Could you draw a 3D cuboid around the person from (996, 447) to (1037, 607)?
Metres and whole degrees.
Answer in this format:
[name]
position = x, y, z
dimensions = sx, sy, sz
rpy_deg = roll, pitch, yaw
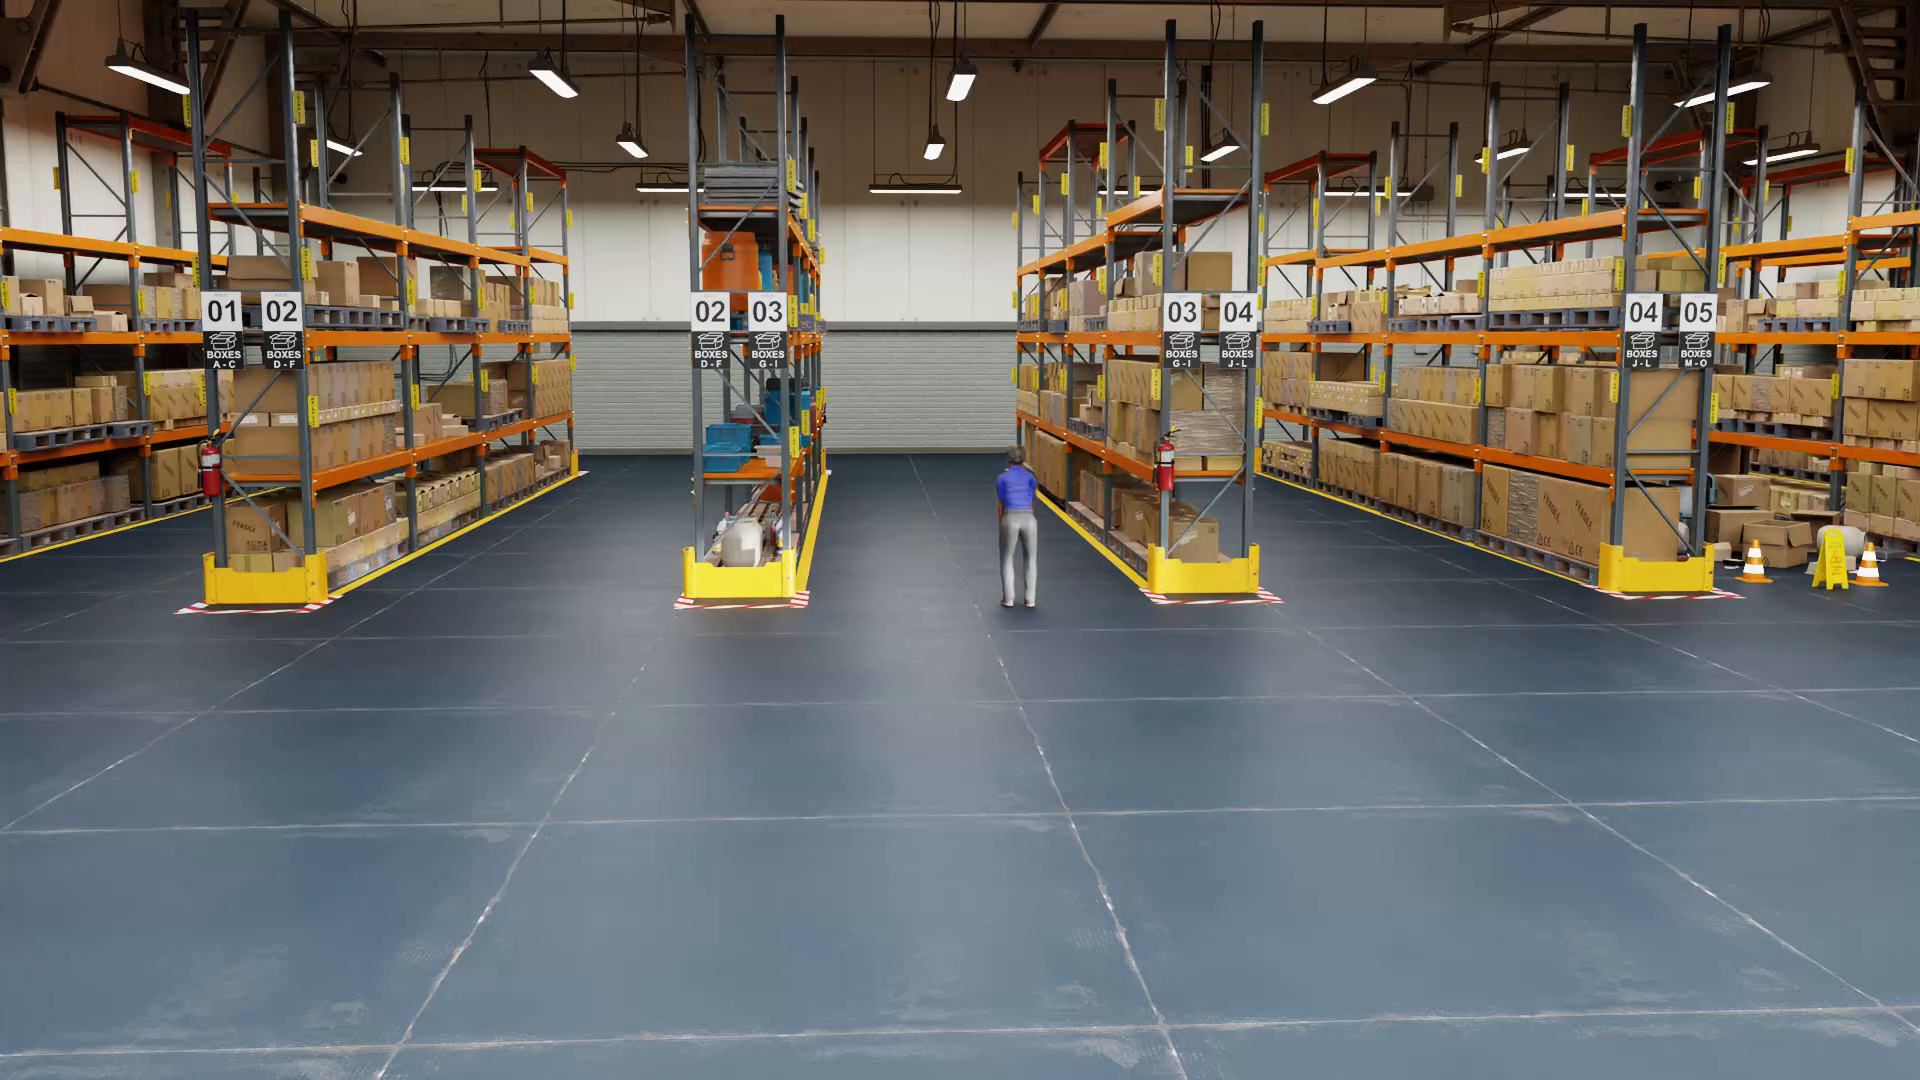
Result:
[person]
position = 0.575, -0.138, 17.029
dimensions = 0.411, 1.636, 0.538
rpy_deg = -1, 7, -5
